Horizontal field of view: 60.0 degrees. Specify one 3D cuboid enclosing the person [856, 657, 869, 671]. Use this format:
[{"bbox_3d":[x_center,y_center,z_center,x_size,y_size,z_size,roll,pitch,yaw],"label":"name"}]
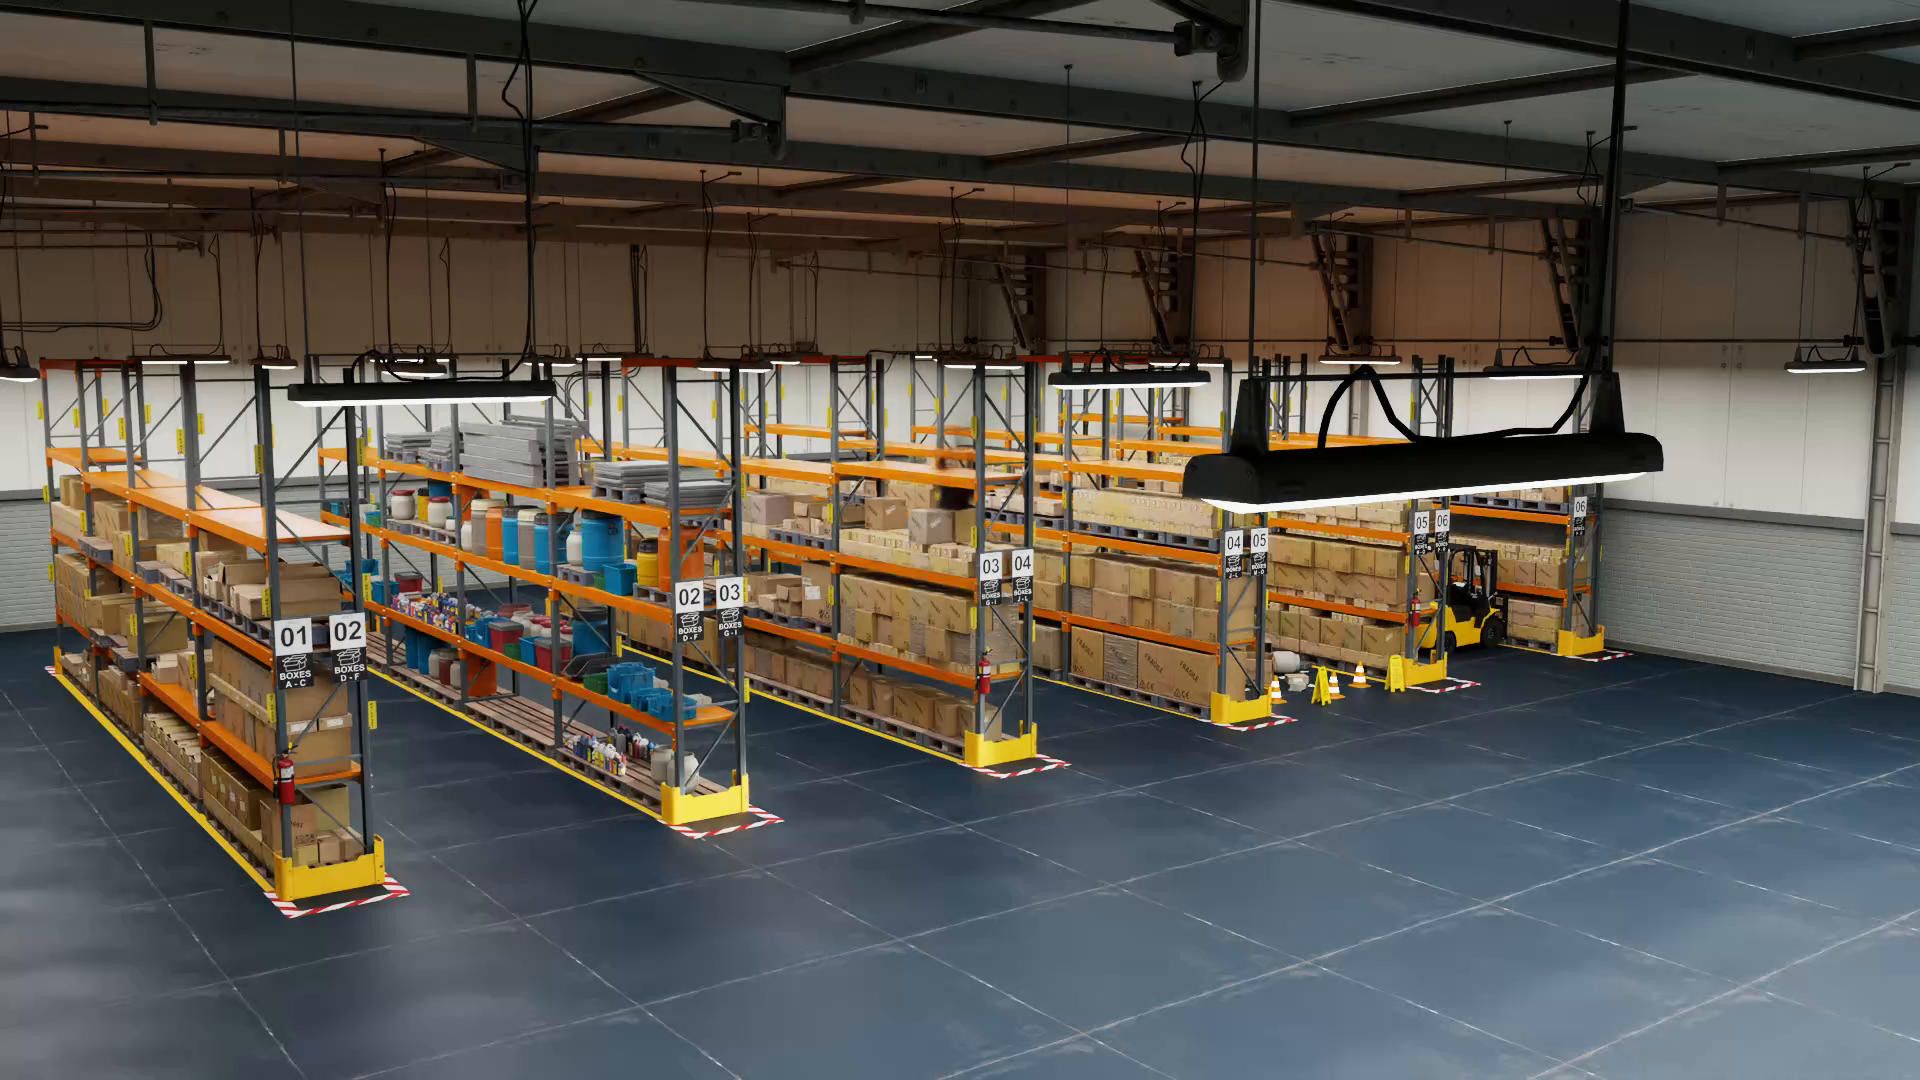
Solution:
[{"bbox_3d":[-2.111,1.632,32.044,0.954,1.726,0.664,7,10,44],"label":"person"}]
